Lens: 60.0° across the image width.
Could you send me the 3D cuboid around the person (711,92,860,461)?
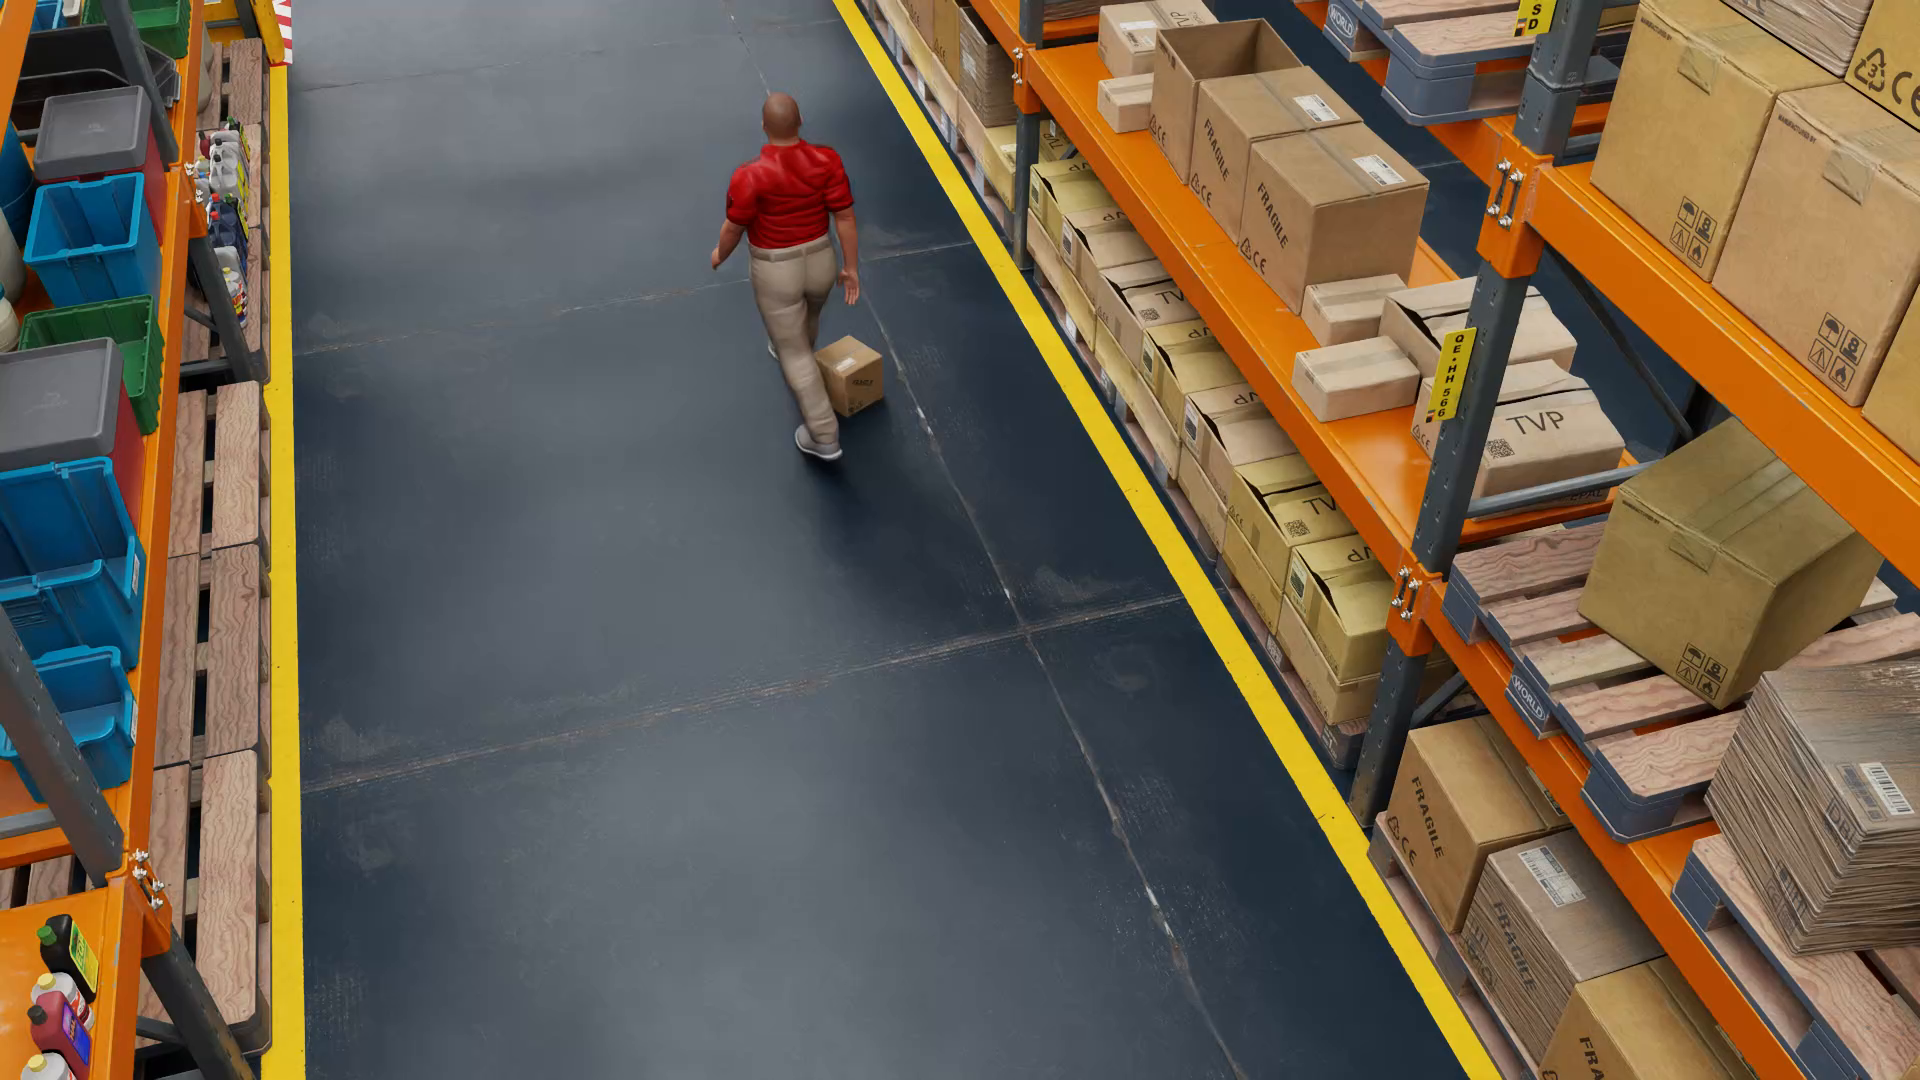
[{"bbox_3d":[-0.791,-1.270,7.573,0.563,1.665,1.067,-22,47,-23],"label":"person"}]
